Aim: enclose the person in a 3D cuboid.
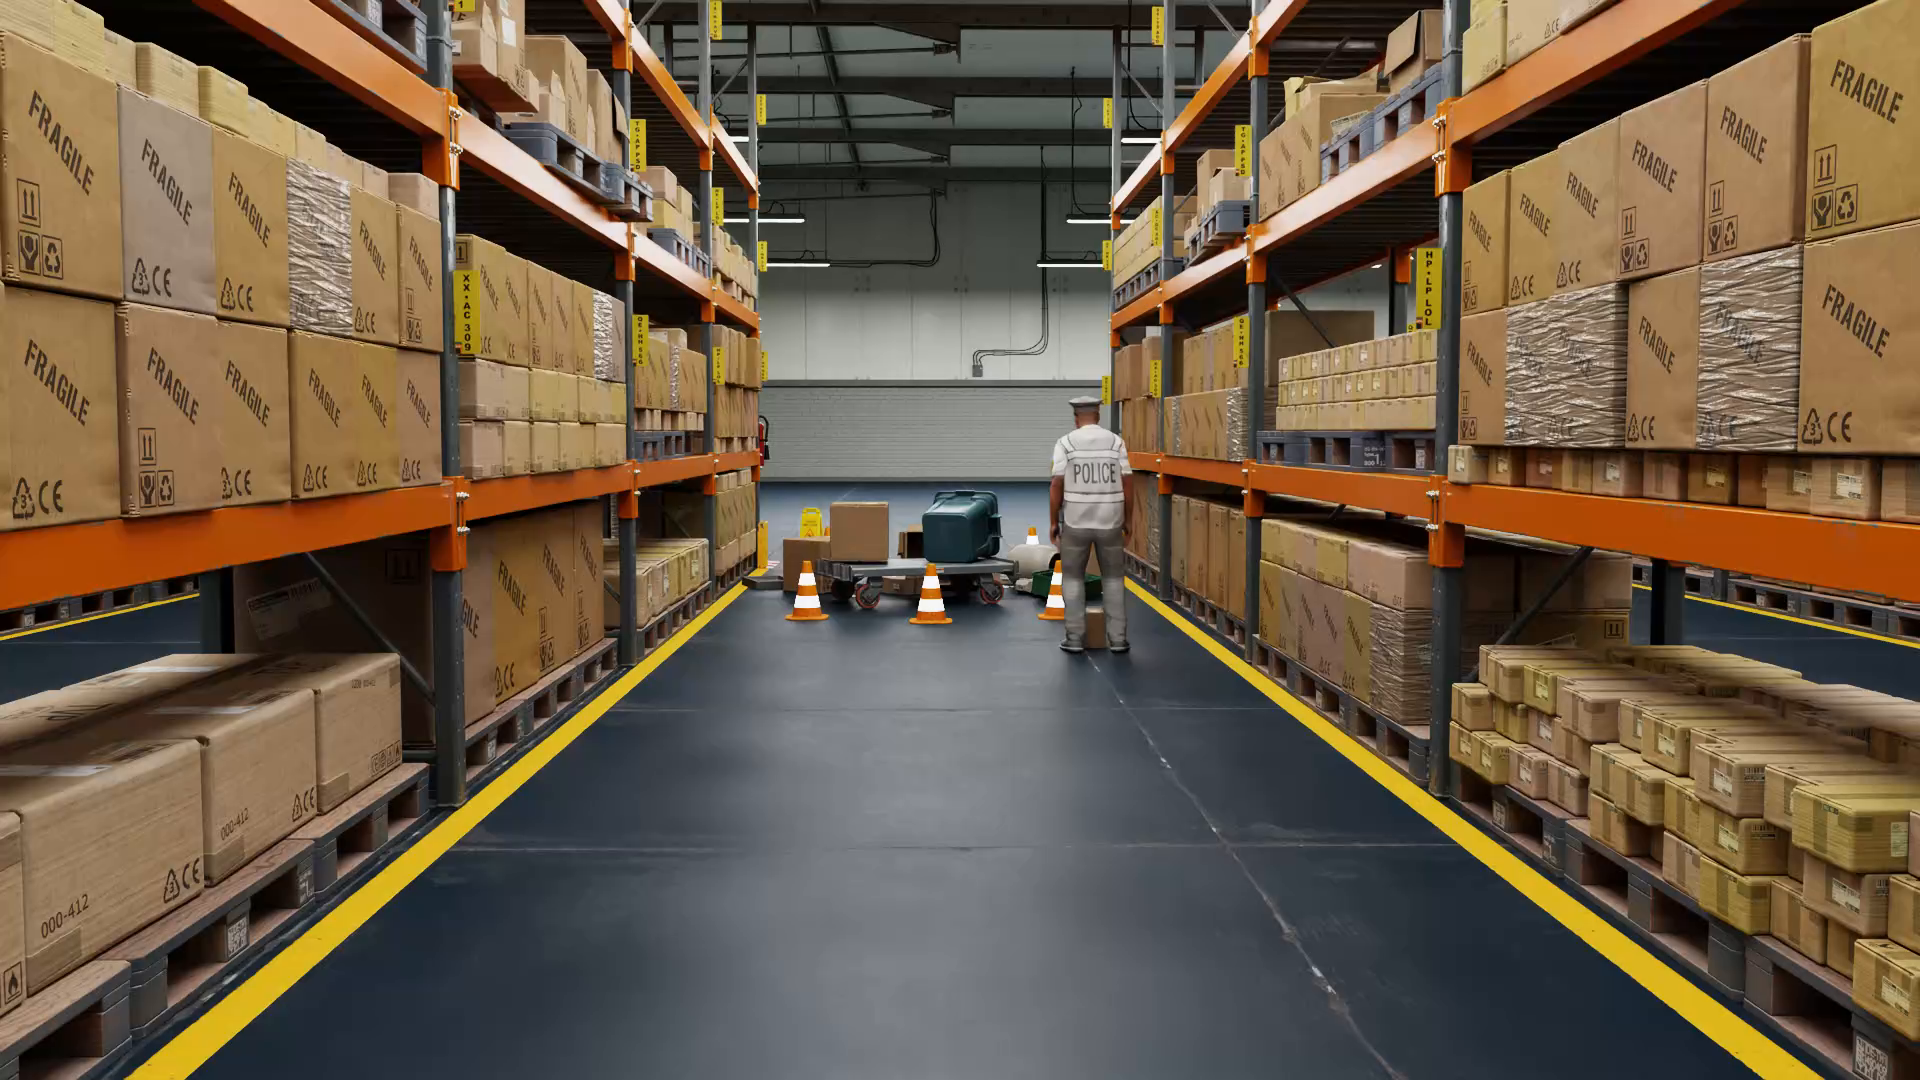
[{"bbox_3d":[0.900,-0.109,11.358,0.591,1.746,0.437,0,4,-4],"label":"person"}]
